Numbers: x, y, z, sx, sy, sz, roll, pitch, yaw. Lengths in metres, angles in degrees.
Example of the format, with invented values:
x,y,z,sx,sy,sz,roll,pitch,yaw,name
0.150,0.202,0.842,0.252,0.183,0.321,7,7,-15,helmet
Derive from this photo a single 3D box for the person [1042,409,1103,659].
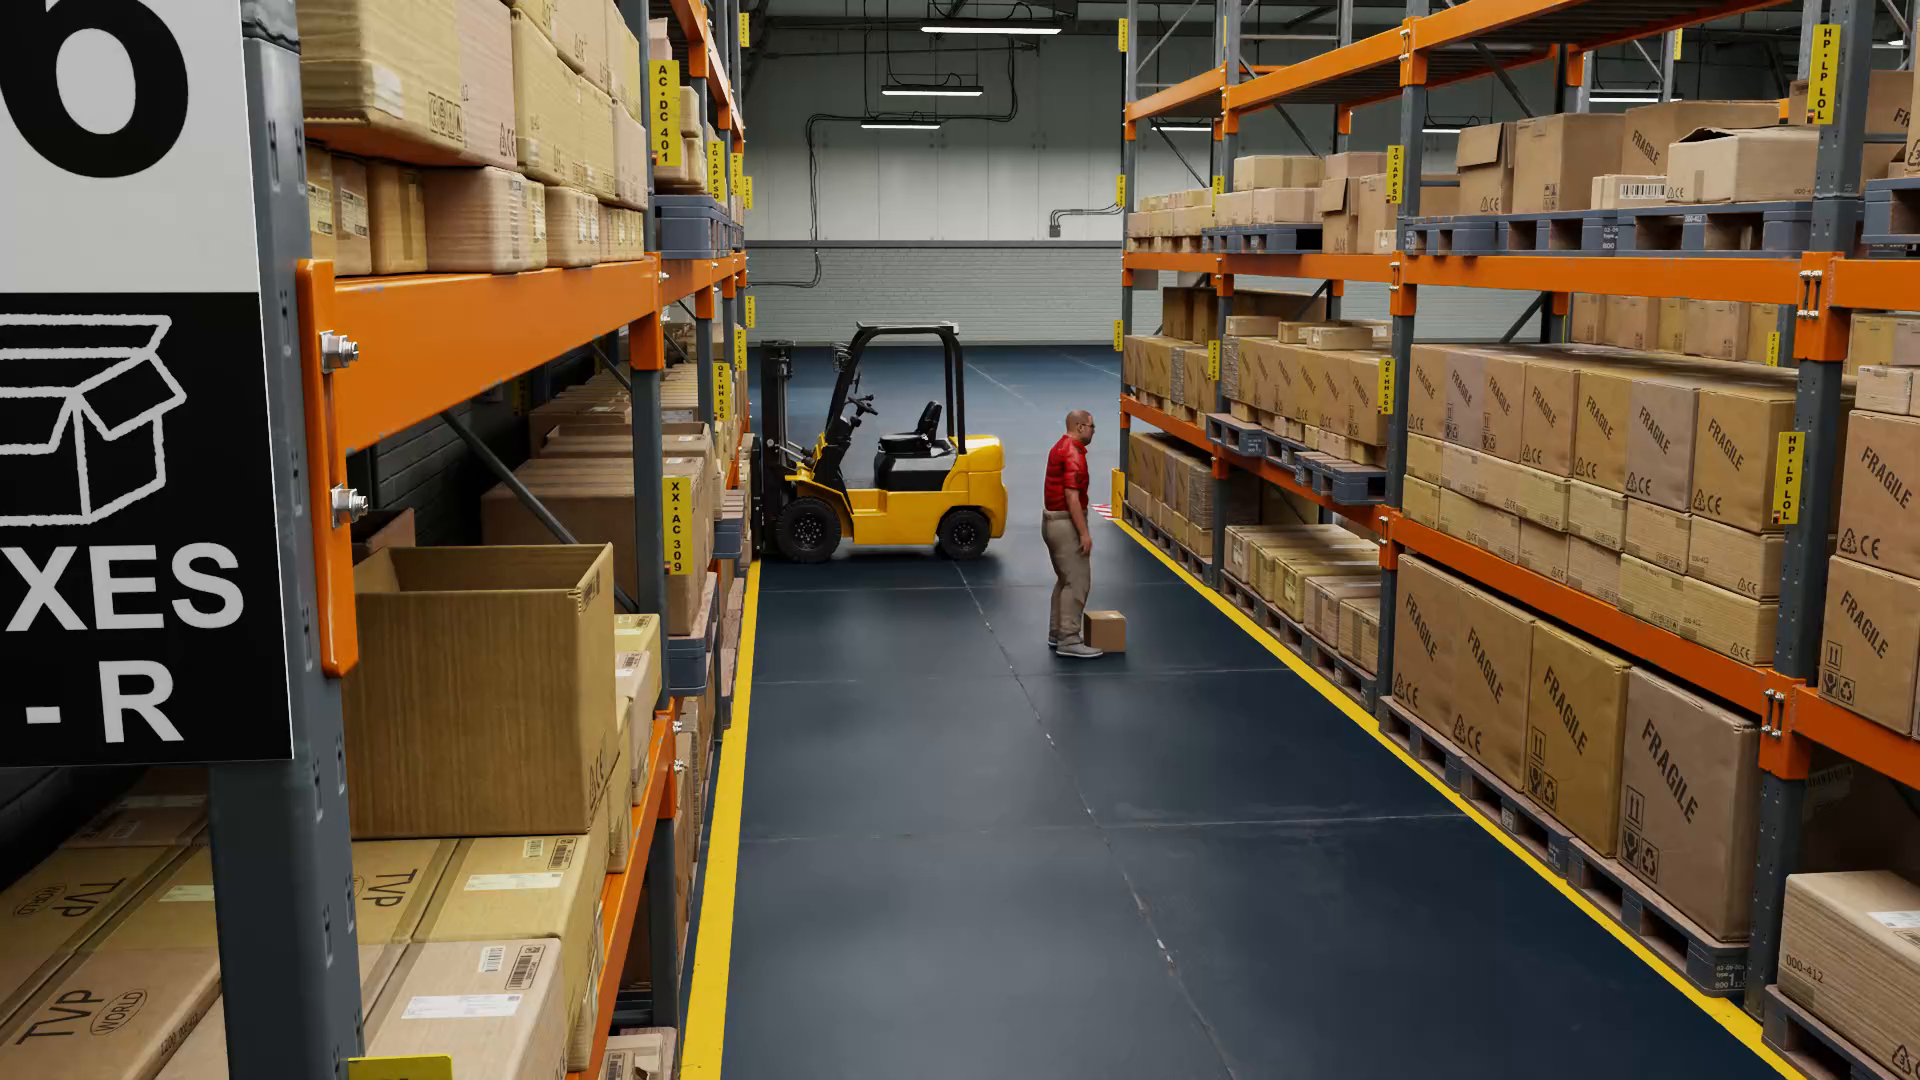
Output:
x,y,z,sx,sy,sz,roll,pitch,yaw,name
0.785,-0.064,11.801,0.384,1.728,0.603,-1,10,-8,person
